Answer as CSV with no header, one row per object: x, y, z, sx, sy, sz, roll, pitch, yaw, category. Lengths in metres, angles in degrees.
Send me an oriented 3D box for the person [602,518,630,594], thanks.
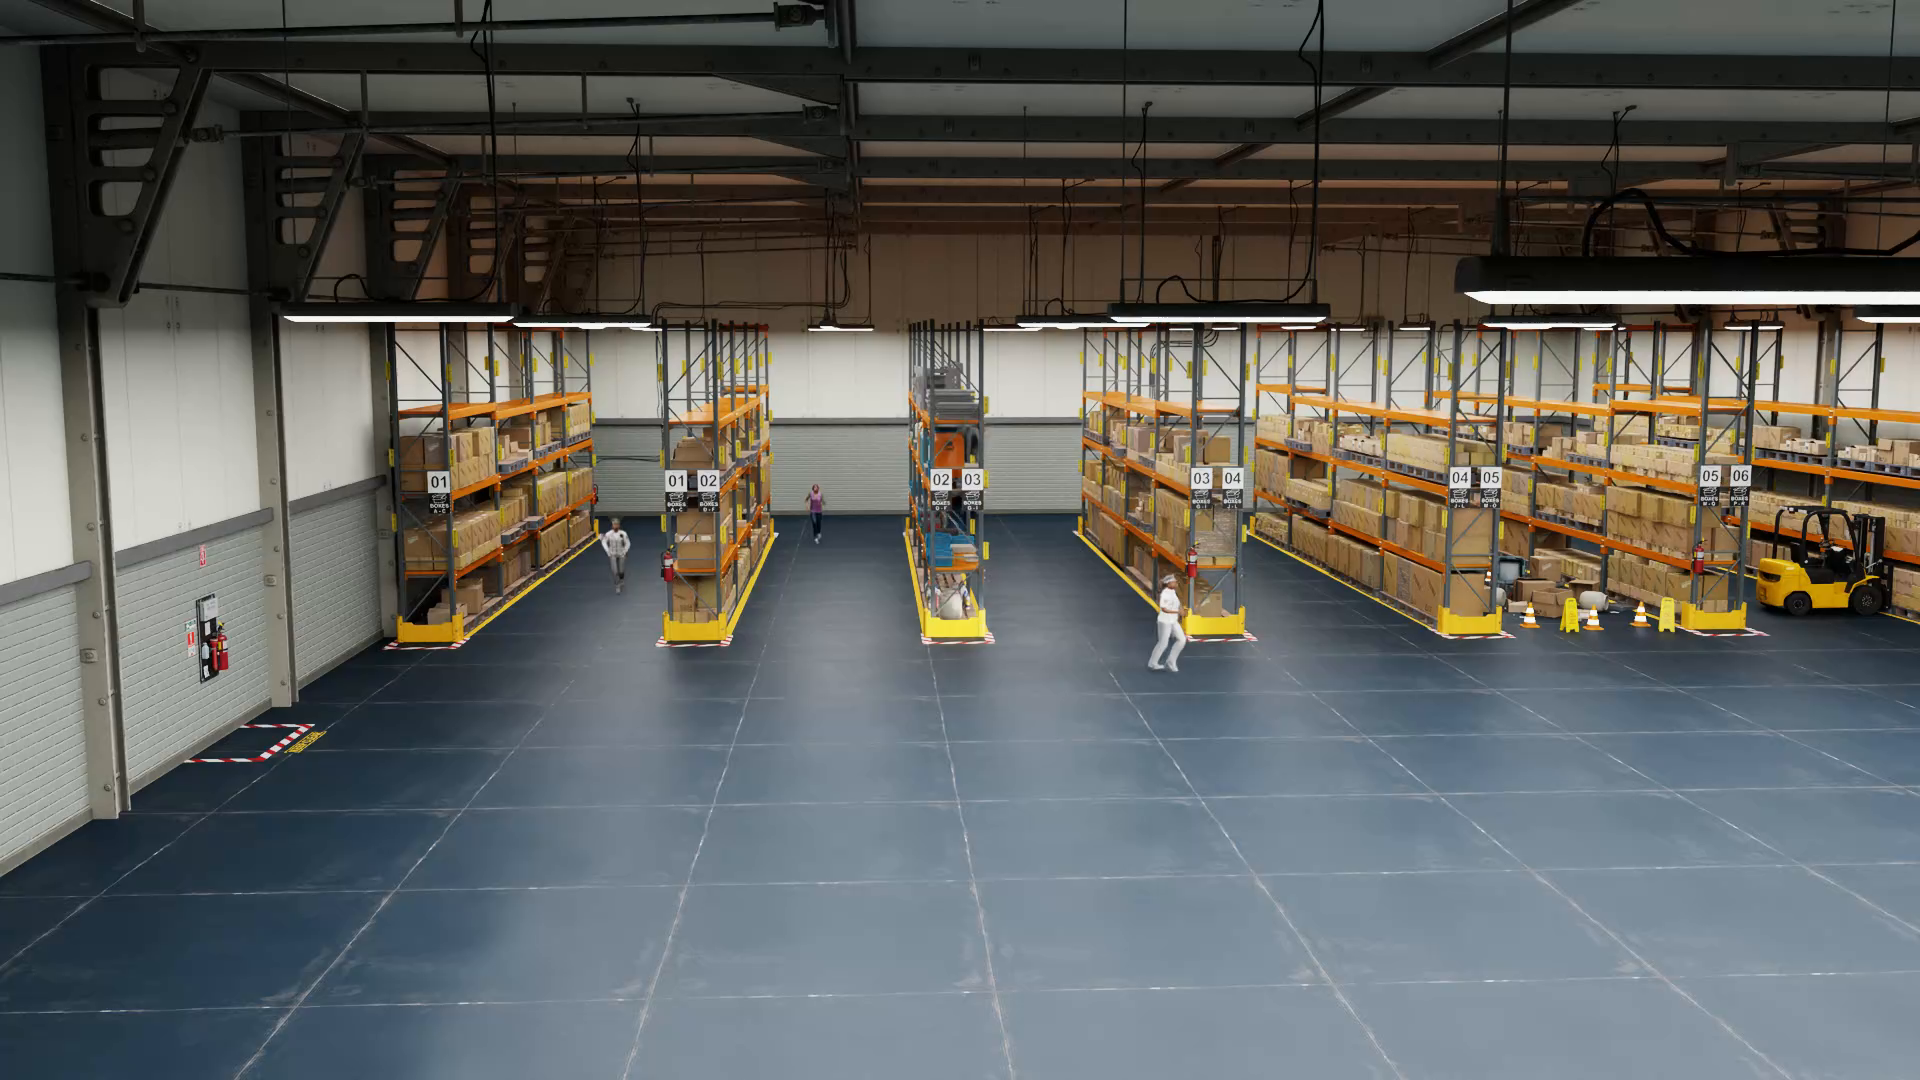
-7.656,0.332,37.035,0.628,1.673,0.587,-1,7,-12,person

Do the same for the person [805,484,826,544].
-3.995,-0.749,45.986,0.551,1.621,0.851,-1,7,-10,person

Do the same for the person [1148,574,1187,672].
3.538,1.422,28.204,0.712,1.735,0.568,4,8,30,person
